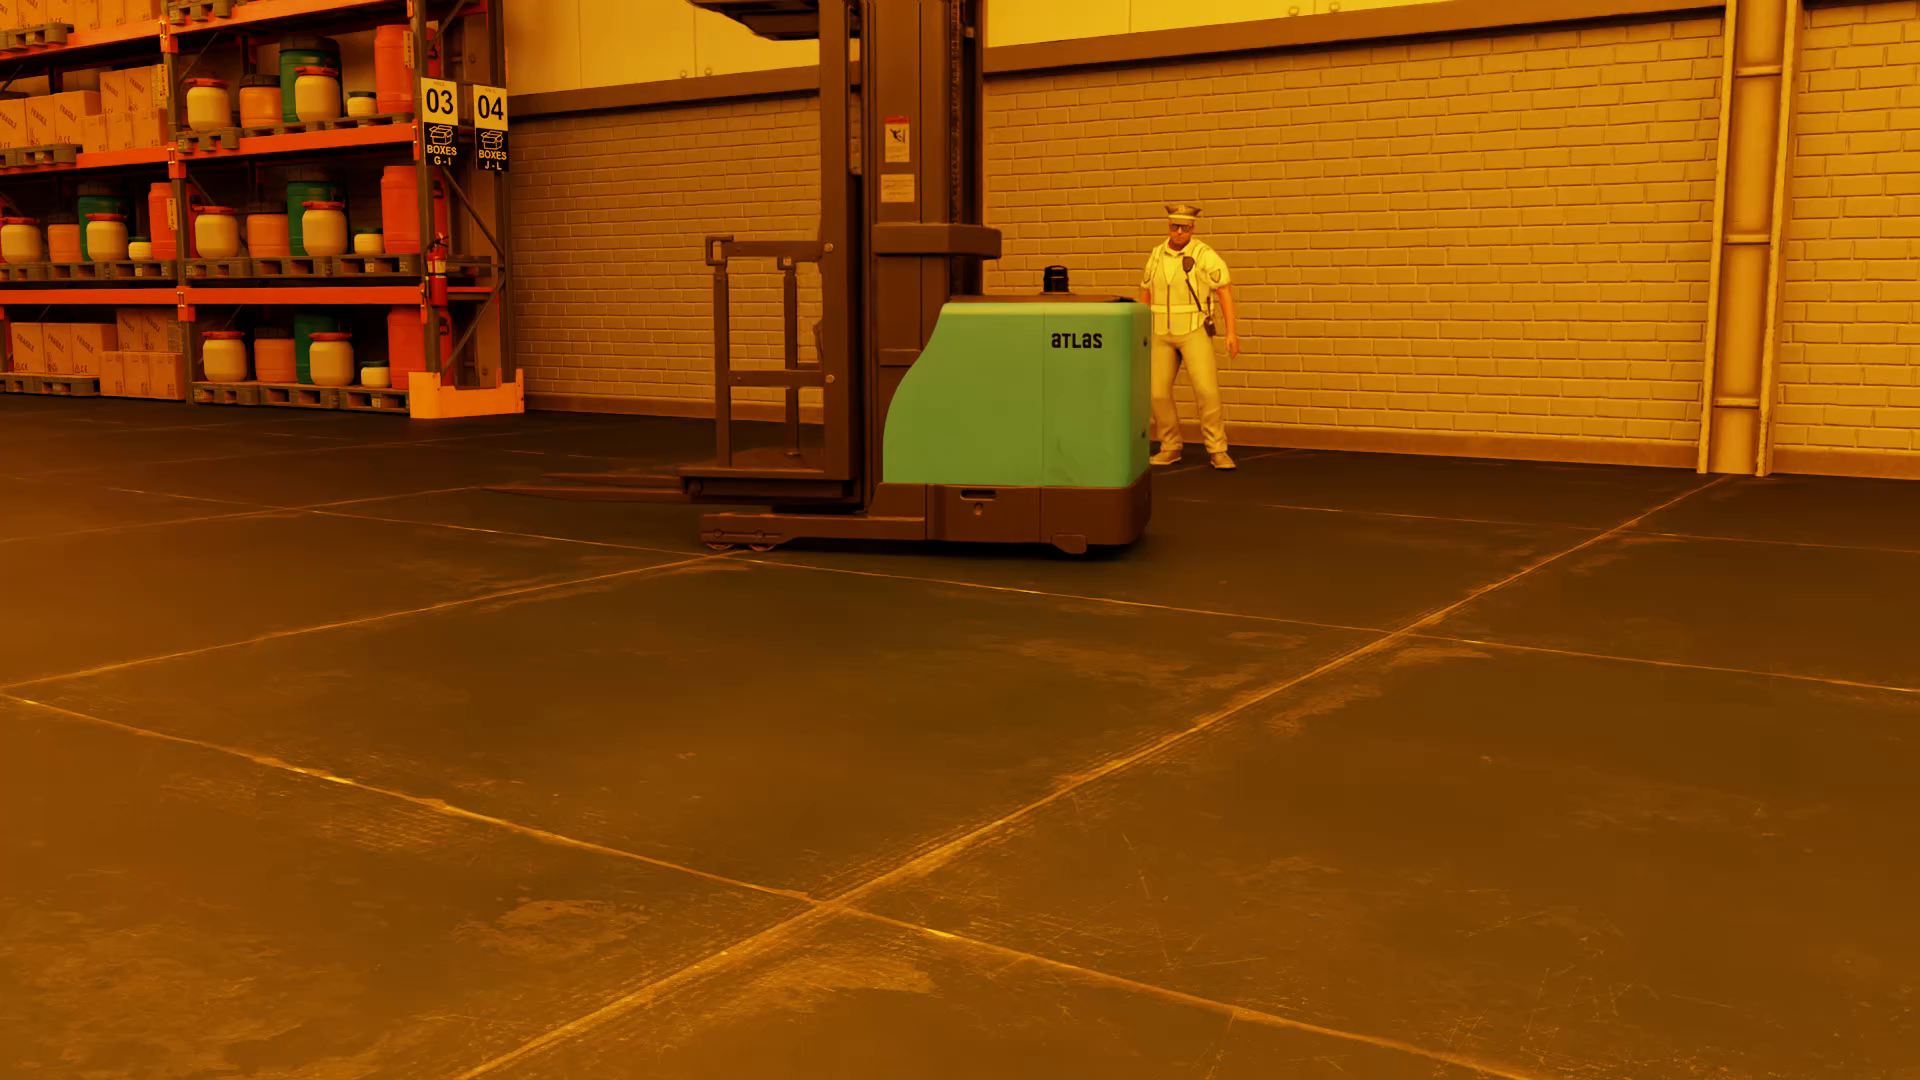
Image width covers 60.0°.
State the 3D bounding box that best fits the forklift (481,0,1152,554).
[{"bbox_3d":[-0.669,-1.471,7.535,3.031,2.935,1.130,2,8,12],"label":"forklift"}]

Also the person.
[{"bbox_3d":[27899.285,-5843.938,41097.177,1463.169,2.659,99999.603,5,10,33],"label":"person"}]
